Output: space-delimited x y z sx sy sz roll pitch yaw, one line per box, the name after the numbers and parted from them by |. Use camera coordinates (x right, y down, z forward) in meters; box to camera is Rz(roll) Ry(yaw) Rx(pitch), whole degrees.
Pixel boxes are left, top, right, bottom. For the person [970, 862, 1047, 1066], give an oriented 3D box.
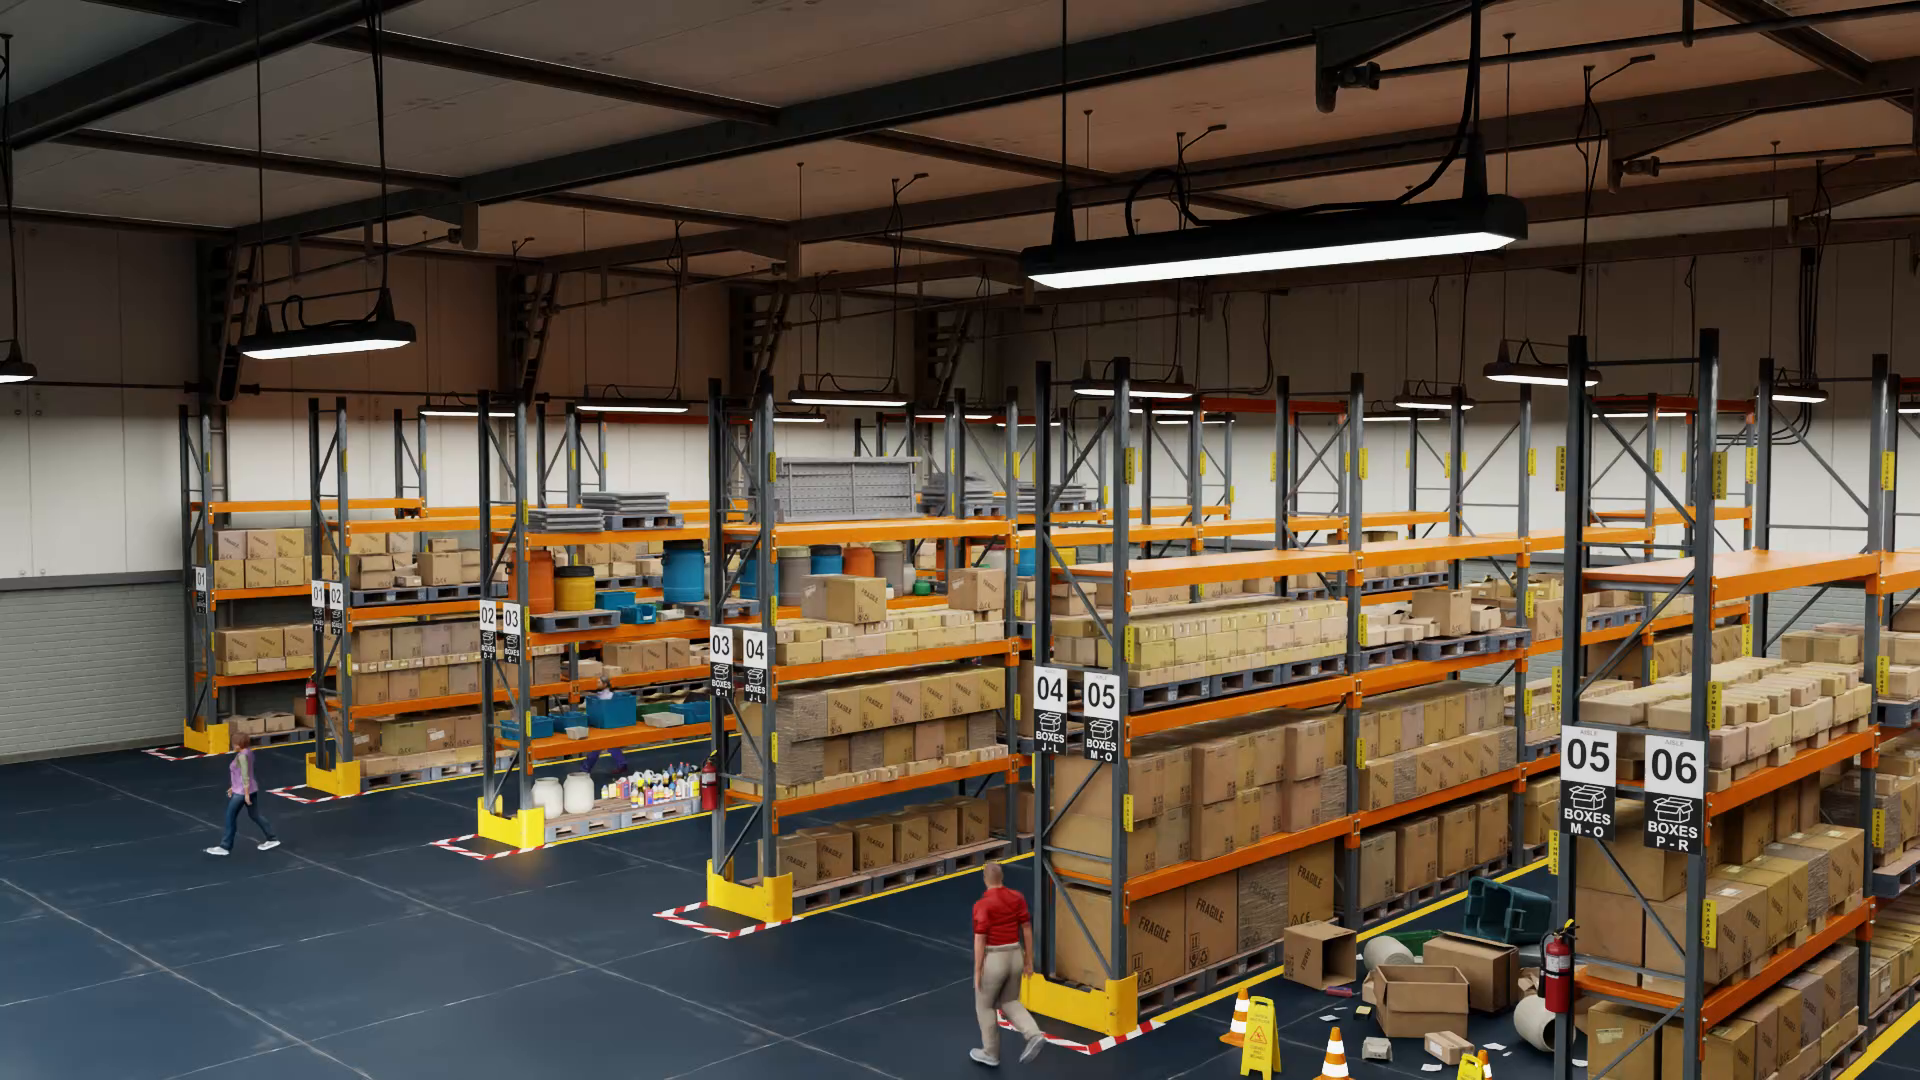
0.378 3.559 13.919 0.543 1.701 0.706 -2 4 -39 | person

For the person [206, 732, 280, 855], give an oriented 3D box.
-9.238 3.247 21.423 0.817 1.563 0.427 0 3 -4 | person

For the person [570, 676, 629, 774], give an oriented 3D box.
-5.744 2.954 26.402 0.991 1.595 0.530 -1 3 -22 | person
